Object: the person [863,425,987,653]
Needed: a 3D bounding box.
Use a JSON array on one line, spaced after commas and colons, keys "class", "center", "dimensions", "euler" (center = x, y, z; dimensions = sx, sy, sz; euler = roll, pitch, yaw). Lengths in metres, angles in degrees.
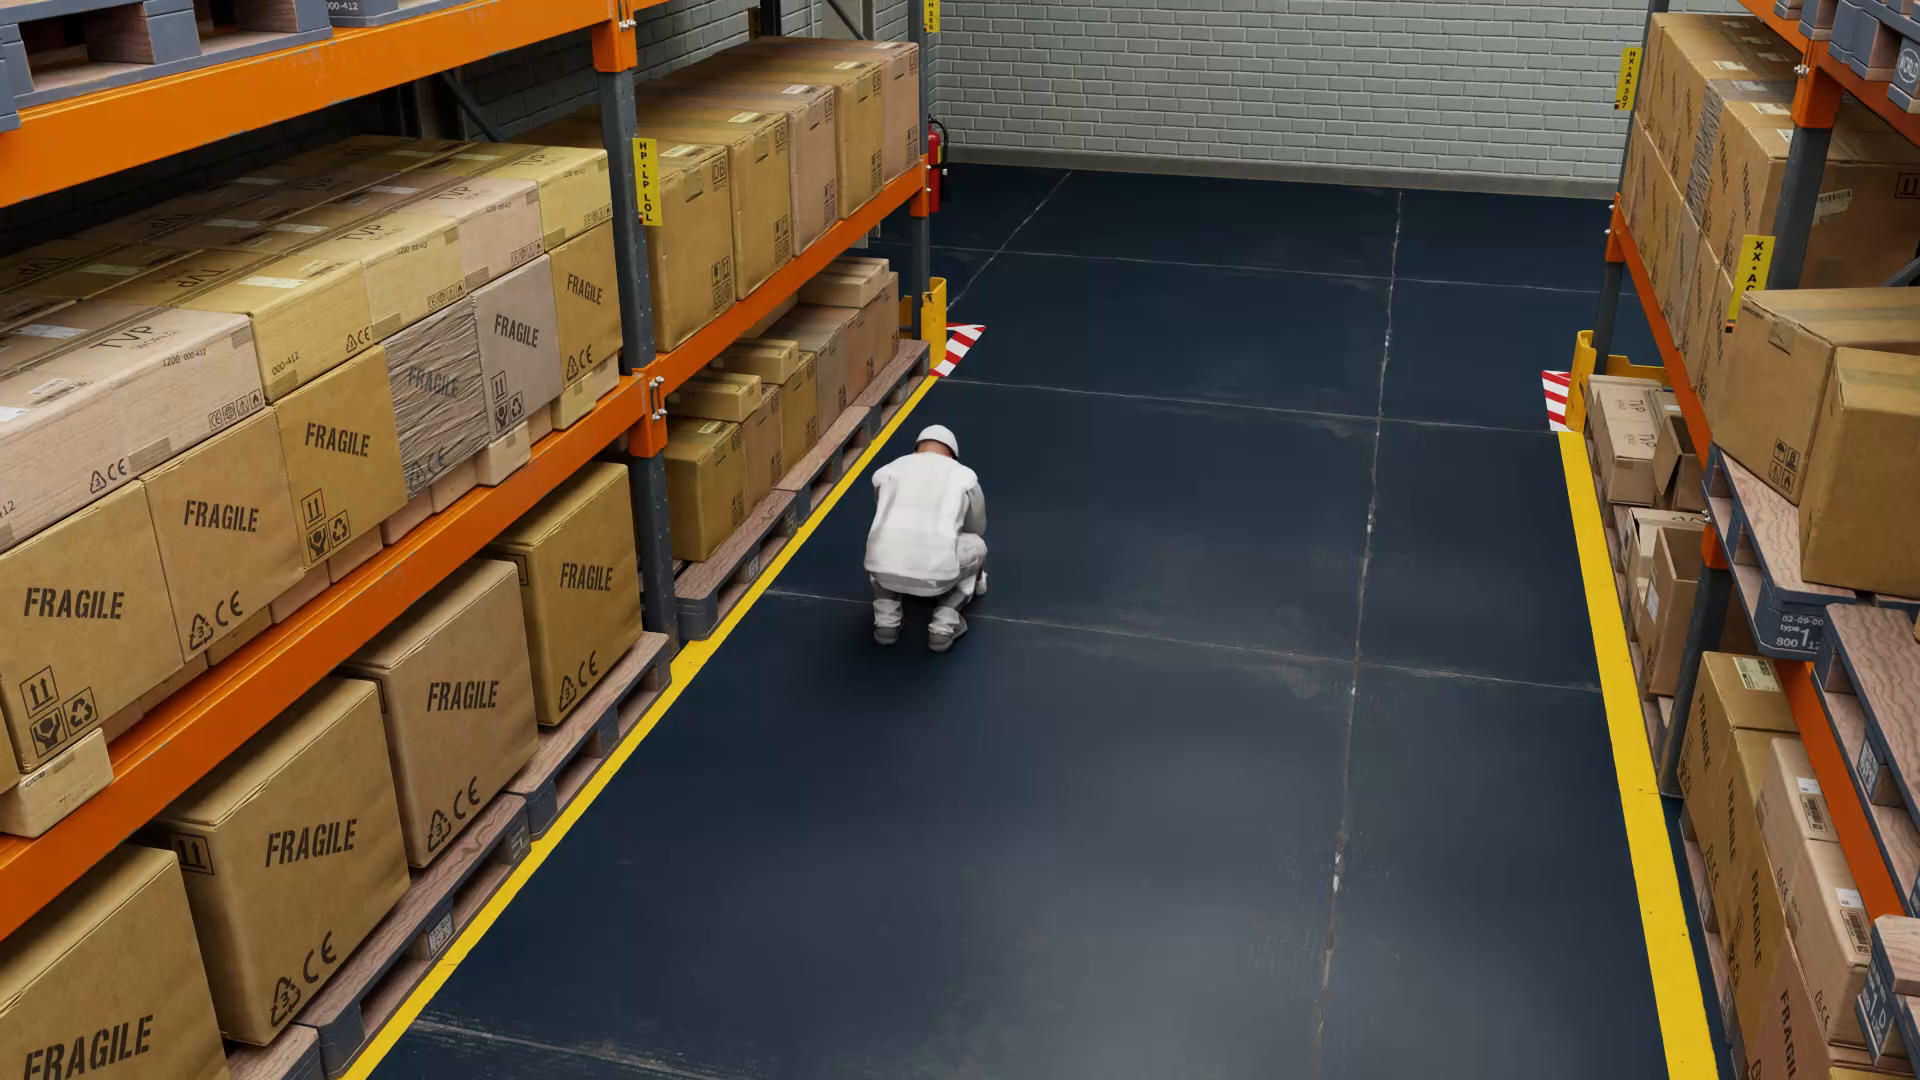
[{"class": "person", "center": [-0.147, 0.036, 7.300], "dimensions": [0.537, 0.874, 0.925], "euler": [6, 26, 12]}]
